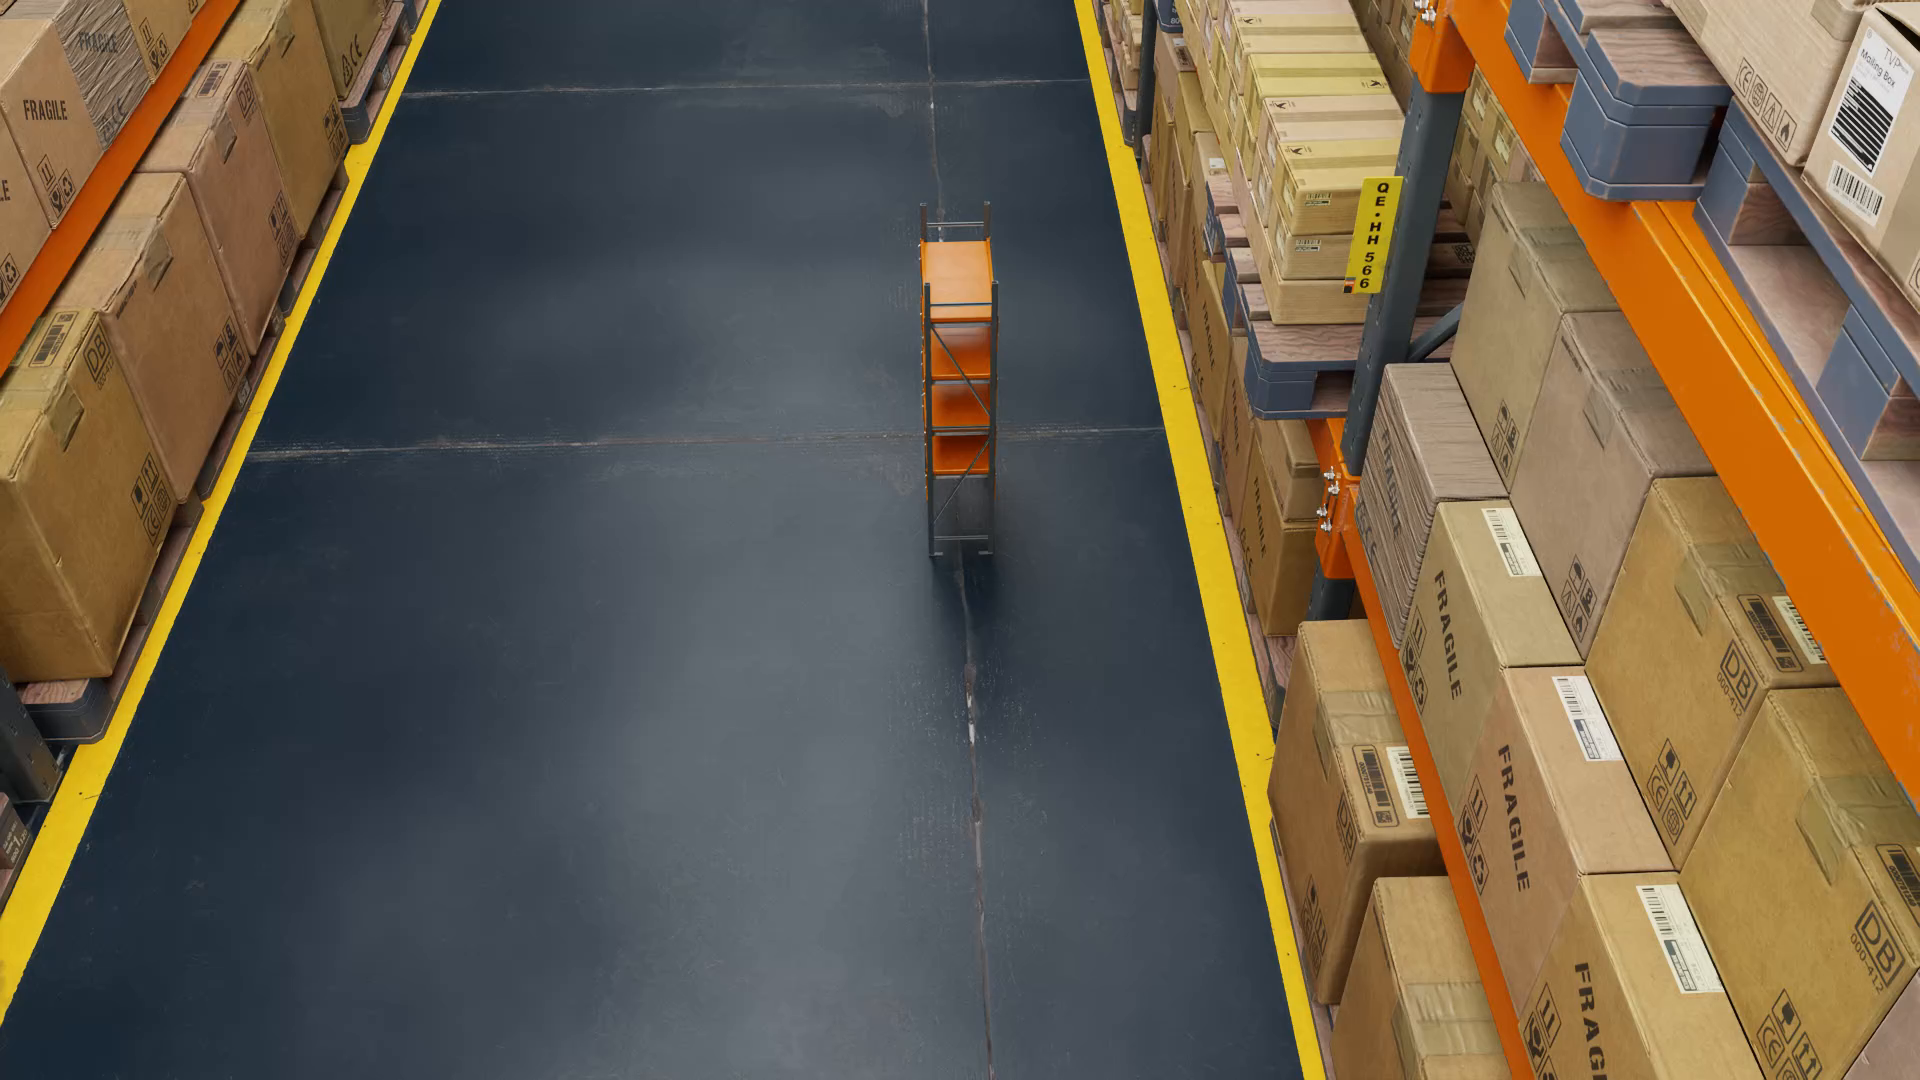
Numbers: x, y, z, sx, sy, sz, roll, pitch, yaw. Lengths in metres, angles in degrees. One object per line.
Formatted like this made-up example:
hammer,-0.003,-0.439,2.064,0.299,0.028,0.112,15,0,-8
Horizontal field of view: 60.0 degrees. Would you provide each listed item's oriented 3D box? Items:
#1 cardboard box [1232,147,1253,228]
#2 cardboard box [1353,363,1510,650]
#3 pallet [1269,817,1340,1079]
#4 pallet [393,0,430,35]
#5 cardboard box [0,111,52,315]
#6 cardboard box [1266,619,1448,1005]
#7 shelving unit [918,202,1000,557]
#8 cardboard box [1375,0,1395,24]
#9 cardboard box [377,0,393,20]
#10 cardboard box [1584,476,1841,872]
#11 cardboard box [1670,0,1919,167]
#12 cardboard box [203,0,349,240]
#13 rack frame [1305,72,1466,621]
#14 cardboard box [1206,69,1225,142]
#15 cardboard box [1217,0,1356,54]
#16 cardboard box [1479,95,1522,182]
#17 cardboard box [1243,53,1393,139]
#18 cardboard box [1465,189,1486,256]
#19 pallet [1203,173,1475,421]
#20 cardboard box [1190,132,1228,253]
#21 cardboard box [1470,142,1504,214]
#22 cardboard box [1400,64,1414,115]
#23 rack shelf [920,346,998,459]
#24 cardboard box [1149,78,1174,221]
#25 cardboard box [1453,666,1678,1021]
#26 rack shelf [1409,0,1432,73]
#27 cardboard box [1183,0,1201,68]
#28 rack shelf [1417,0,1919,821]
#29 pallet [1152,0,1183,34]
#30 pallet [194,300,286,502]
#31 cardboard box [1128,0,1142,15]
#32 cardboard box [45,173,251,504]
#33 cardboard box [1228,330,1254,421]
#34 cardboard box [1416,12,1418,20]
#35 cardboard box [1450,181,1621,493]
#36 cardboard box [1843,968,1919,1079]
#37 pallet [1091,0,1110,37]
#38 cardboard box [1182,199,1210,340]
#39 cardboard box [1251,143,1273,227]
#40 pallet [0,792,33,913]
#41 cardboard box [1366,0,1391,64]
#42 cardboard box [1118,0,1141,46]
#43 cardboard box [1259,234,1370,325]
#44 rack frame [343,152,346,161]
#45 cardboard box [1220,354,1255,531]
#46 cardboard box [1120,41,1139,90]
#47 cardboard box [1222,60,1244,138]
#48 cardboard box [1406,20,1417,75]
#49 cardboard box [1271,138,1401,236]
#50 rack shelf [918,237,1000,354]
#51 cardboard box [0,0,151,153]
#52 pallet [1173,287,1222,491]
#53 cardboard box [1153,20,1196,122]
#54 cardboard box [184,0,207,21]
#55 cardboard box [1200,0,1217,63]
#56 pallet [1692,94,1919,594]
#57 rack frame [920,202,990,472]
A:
cardboard box,1.045,-1.084,5.088,0.380,0.149,0.250,-1,43,-1
cardboard box,1.295,-0.087,4.051,0.500,0.500,0.500,-1,43,-1
pallet,1.504,1.202,4.783,1.003,0.211,1.213,-2,43,-2
pallet,-3.593,-3.300,9.694,1.003,0.211,1.213,-2,43,-2
cardboard box,-3.187,-1.007,5.055,0.500,0.500,0.500,-3,43,-3
cardboard box,1.481,0.728,4.590,1.050,0.750,0.750,-2,43,-2
shelving unit,-0.007,-0.554,5.966,0.258,1.200,0.503,-2,43,-2
cardboard box,1.654,-1.916,5.775,0.380,0.149,0.250,0,43,0
cardboard box,-3.571,-3.414,9.016,0.875,0.875,0.875,-2,43,-2
cardboard box,1.601,0.225,2.971,0.700,0.500,0.500,-2,43,-2
cardboard box,1.378,-0.770,2.376,0.500,0.250,0.500,-1,43,-1
cardboard box,-3.537,-1.927,7.394,1.225,0.875,0.875,-2,43,-2
rack frame,1.545,-0.361,4.423,1.000,3.000,0.127,-2,43,-2
cardboard box,1.025,-1.434,5.470,0.380,0.149,0.250,-3,43,-4
cardboard box,1.028,-1.649,5.264,0.380,0.149,0.250,-2,43,-2
cardboard box,1.705,-1.141,4.710,0.380,0.149,0.250,-3,43,-3
cardboard box,1.047,-1.306,4.890,0.380,0.149,0.250,0,43,0
cardboard box,1.717,-0.912,4.900,0.380,0.149,0.250,0,43,0
pallet,1.409,-0.768,5.010,1.213,0.211,1.003,-2,43,-2
cardboard box,1.185,-1.360,6.498,0.500,0.250,0.500,0,43,0
cardboard box,1.712,-1.048,4.828,0.380,0.149,0.250,0,43,0
cardboard box,1.678,-1.456,5.493,0.380,0.149,0.250,0,43,0
rack shelf,-0.007,-0.504,6.012,0.258,0.148,0.480,-2,43,-2
cardboard box,1.142,-1.788,7.520,0.500,0.500,0.500,0,43,0
cardboard box,1.340,0.597,3.305,0.500,0.500,0.500,-2,43,-2
rack shelf,1.460,-2.551,5.126,1.077,0.370,4.000,-2,43,-2
cardboard box,1.001,-1.792,5.861,0.380,0.149,0.250,-3,43,-4
rack shelf,1.630,0.149,2.180,1.077,0.370,4.000,-2,43,-2
pallet,1.263,-2.470,6.867,1.003,0.211,1.213,-2,43,-2
pallet,-3.421,-0.615,6.764,1.003,0.211,1.213,-2,43,-2
cardboard box,1.050,-2.788,8.431,0.380,0.149,0.250,-1,43,-1
cardboard box,-3.453,-0.726,6.084,1.225,0.875,0.875,-2,43,-2
cardboard box,1.222,-0.665,5.740,0.500,0.250,0.500,-1,43,-1
cardboard box,1.675,-1.668,5.285,0.380,0.149,0.250,0,43,0
cardboard box,1.554,-0.463,3.721,0.700,0.500,0.500,-2,43,-2
cardboard box,1.643,0.911,2.222,0.700,0.500,0.500,-1,43,-1
pallet,1.257,-3.311,9.706,1.003,0.211,1.213,-2,43,-2
cardboard box,1.202,-1.077,6.745,0.500,0.500,0.500,-1,43,-1
cardboard box,1.056,-1.033,4.812,0.380,0.149,0.250,0,43,0
pallet,-3.383,1.269,4.709,1.003,0.211,1.213,-2,43,-2
cardboard box,1.660,-1.801,5.870,0.380,0.149,0.250,-3,43,-3
cardboard box,1.021,-2.660,8.511,0.380,0.149,0.250,-4,43,-4
cardboard box,1.065,-0.743,4.715,0.380,0.149,0.250,-1,43,-1
rack frame,-3.584,-2.987,7.289,1.000,3.000,0.127,-2,43,-2
cardboard box,1.238,-0.381,5.985,0.500,0.500,0.500,0,43,0
cardboard box,1.018,-2.420,8.469,0.380,0.149,0.250,-1,43,-1
cardboard box,1.032,-1.379,5.190,0.380,0.149,0.250,-2,43,-2
cardboard box,1.676,-1.566,5.394,0.380,0.149,0.250,-2,43,-2
cardboard box,1.066,-0.960,4.512,0.380,0.149,0.250,-3,43,-3
rack shelf,-0.007,-0.844,5.701,0.258,0.148,0.480,-2,43,-2
cardboard box,-3.232,-1.691,5.801,0.500,0.500,0.500,-1,43,-2
pallet,1.465,-0.682,6.838,1.003,0.211,1.213,-2,43,-2
cardboard box,1.143,-2.064,7.266,0.500,0.250,0.500,-3,43,-4
cardboard box,-3.277,-2.382,6.554,0.500,0.500,0.500,0,43,0
cardboard box,1.012,-1.724,5.565,0.380,0.149,0.250,-1,43,-1
pallet,1.676,-0.209,2.178,1.003,0.211,1.213,0,43,0
rack frame,-0.017,-0.719,6.146,0.240,1.200,0.015,-2,43,-2
